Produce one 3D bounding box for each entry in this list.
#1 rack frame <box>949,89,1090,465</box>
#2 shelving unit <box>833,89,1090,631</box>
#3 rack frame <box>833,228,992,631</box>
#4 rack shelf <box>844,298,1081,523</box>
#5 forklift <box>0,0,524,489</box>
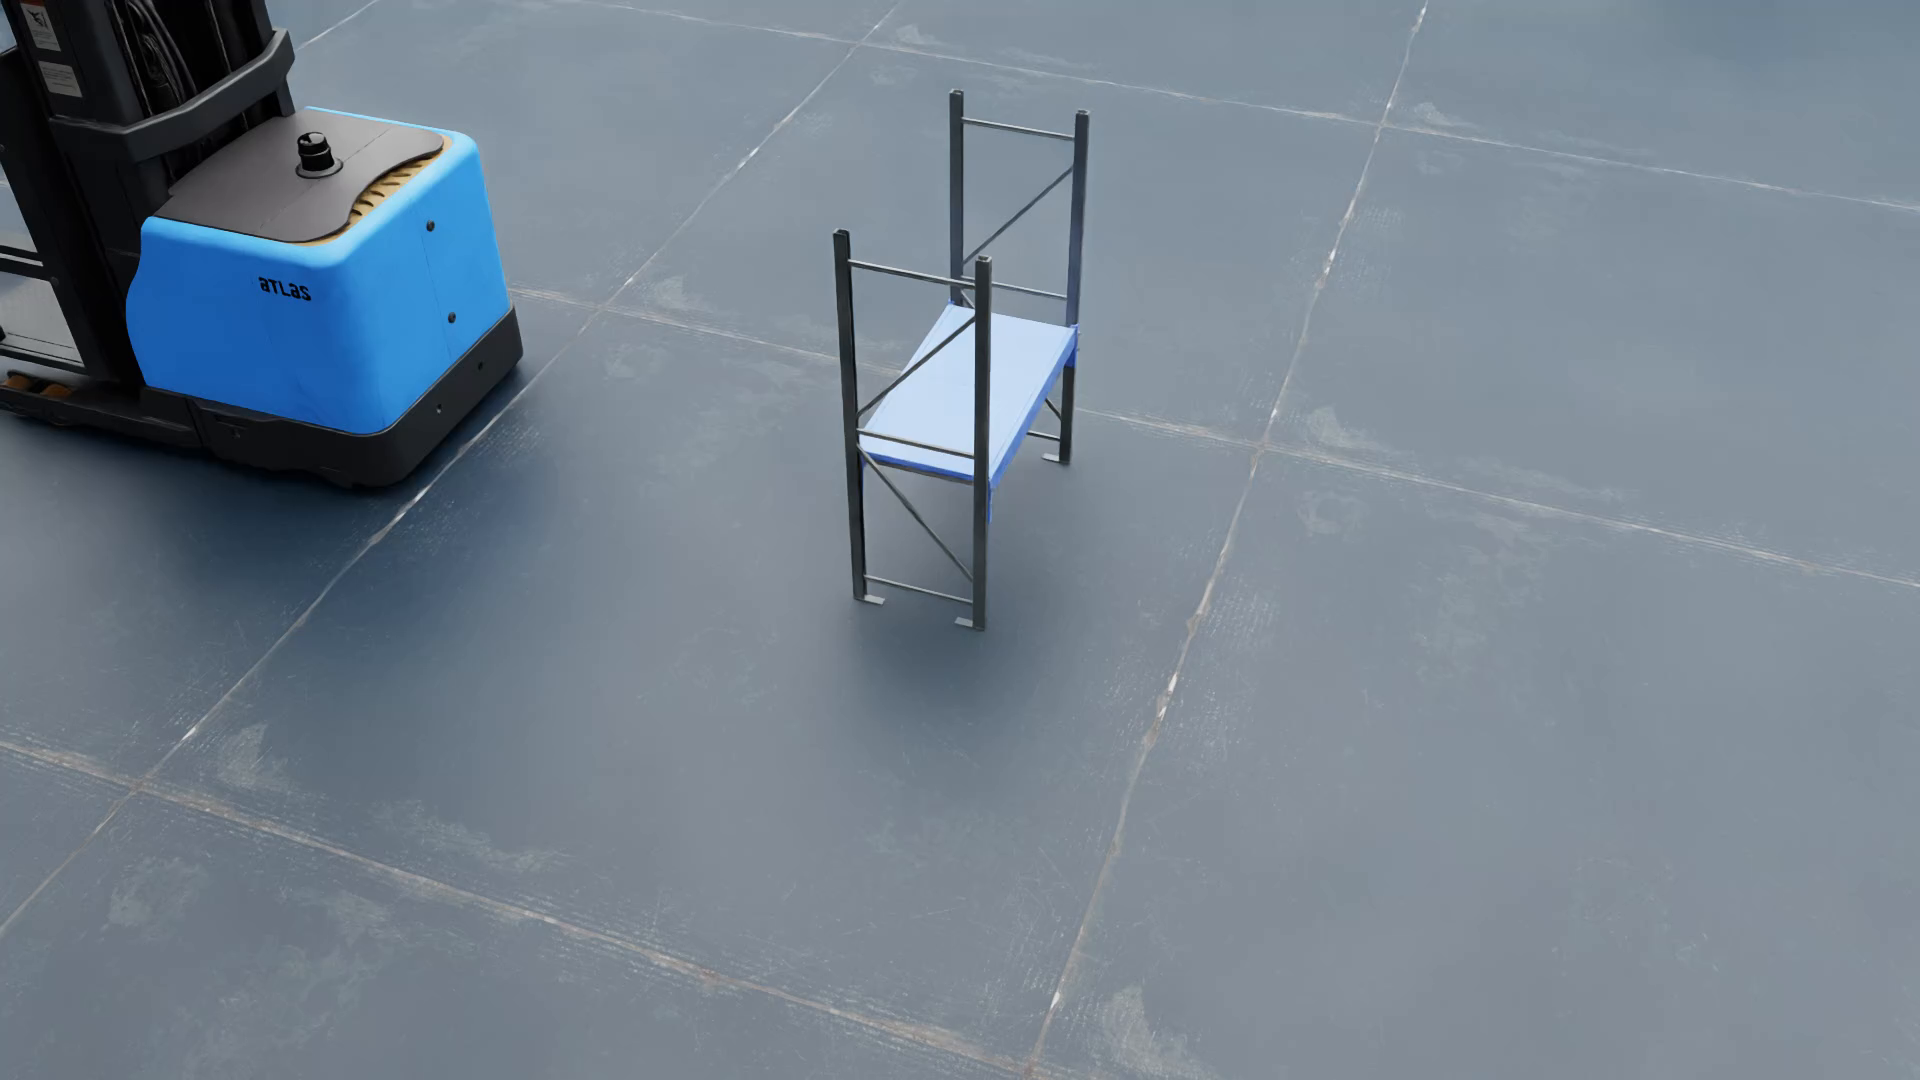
[{"bbox_3d":[0.203,-0.933,6.188,0.500,1.500,0.032,13,42,15],"label":"rack frame"},{"bbox_3d":[0.029,-0.623,5.824,0.538,1.500,1.048,13,42,15],"label":"shelving unit"},{"bbox_3d":[-0.145,-0.313,5.461,0.500,1.500,0.032,13,42,15],"label":"rack frame"},{"bbox_3d":[0.029,-0.486,5.941,0.538,0.185,1.000,13,42,15],"label":"rack shelf"},{"bbox_3d":[-3.428,-1.891,6.208,3.031,2.935,1.130,13,42,15],"label":"forklift"}]
